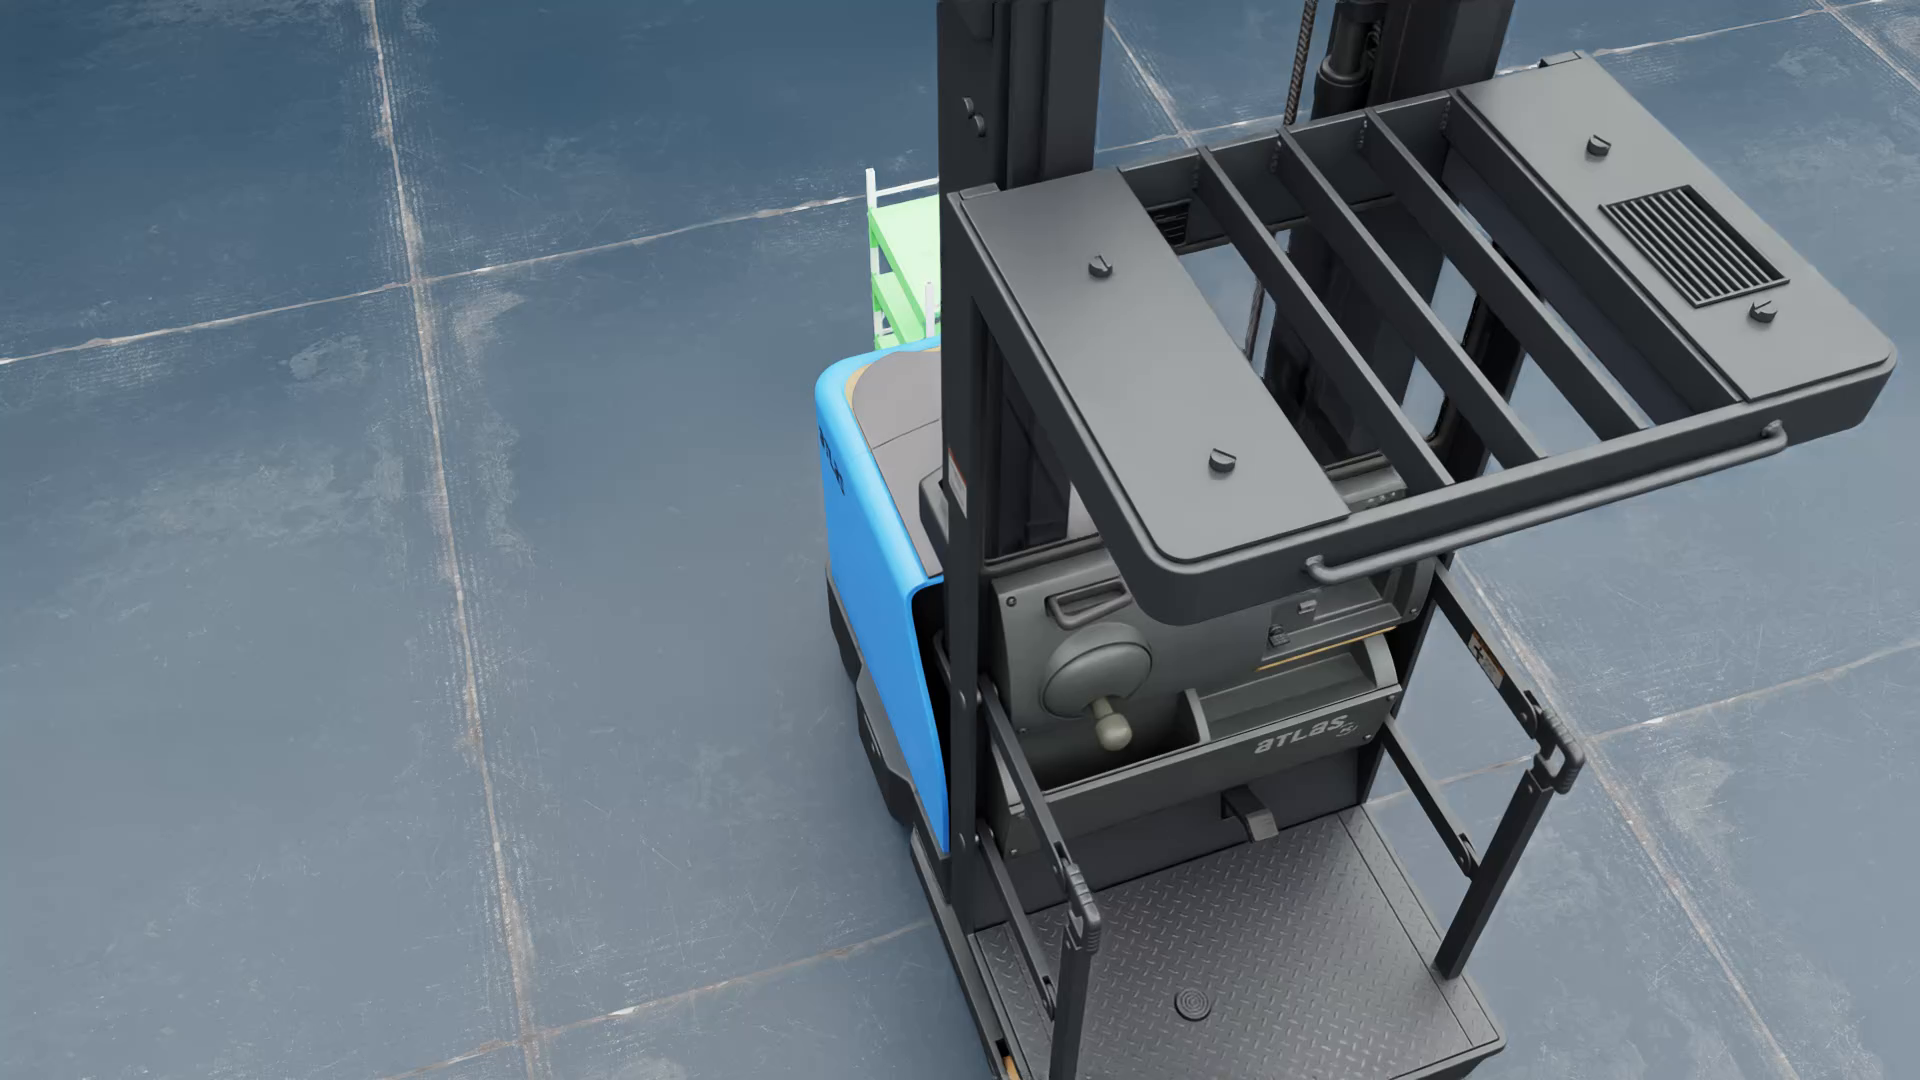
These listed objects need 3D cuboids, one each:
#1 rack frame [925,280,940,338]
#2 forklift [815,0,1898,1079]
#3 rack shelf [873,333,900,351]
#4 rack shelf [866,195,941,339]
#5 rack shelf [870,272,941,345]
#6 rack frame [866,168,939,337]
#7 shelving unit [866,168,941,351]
[{"bbox_3d":[0.025,-0.297,4.715,0.240,1.200,0.015,-15,52,-13],"label":"rack frame"},{"bbox_3d":[0.593,0.237,3.133,1.130,2.935,3.031,-15,52,-13],"label":"forklift"},{"bbox_3d":[-0.058,-0.431,4.912,0.258,0.148,0.480,-15,52,-13],"label":"rack shelf"},{"bbox_3d":[-0.058,-0.740,4.545,0.258,0.148,0.480,-15,52,-13],"label":"rack shelf"},{"bbox_3d":[-0.058,-0.585,4.728,0.258,0.148,0.480,-15,52,-13],"label":"rack shelf"},{"bbox_3d":[-0.141,-0.647,5.011,0.240,1.200,0.015,-15,52,-13],"label":"rack frame"},{"bbox_3d":[-0.058,-0.472,4.863,0.258,1.200,0.503,-15,52,-13],"label":"shelving unit"}]
